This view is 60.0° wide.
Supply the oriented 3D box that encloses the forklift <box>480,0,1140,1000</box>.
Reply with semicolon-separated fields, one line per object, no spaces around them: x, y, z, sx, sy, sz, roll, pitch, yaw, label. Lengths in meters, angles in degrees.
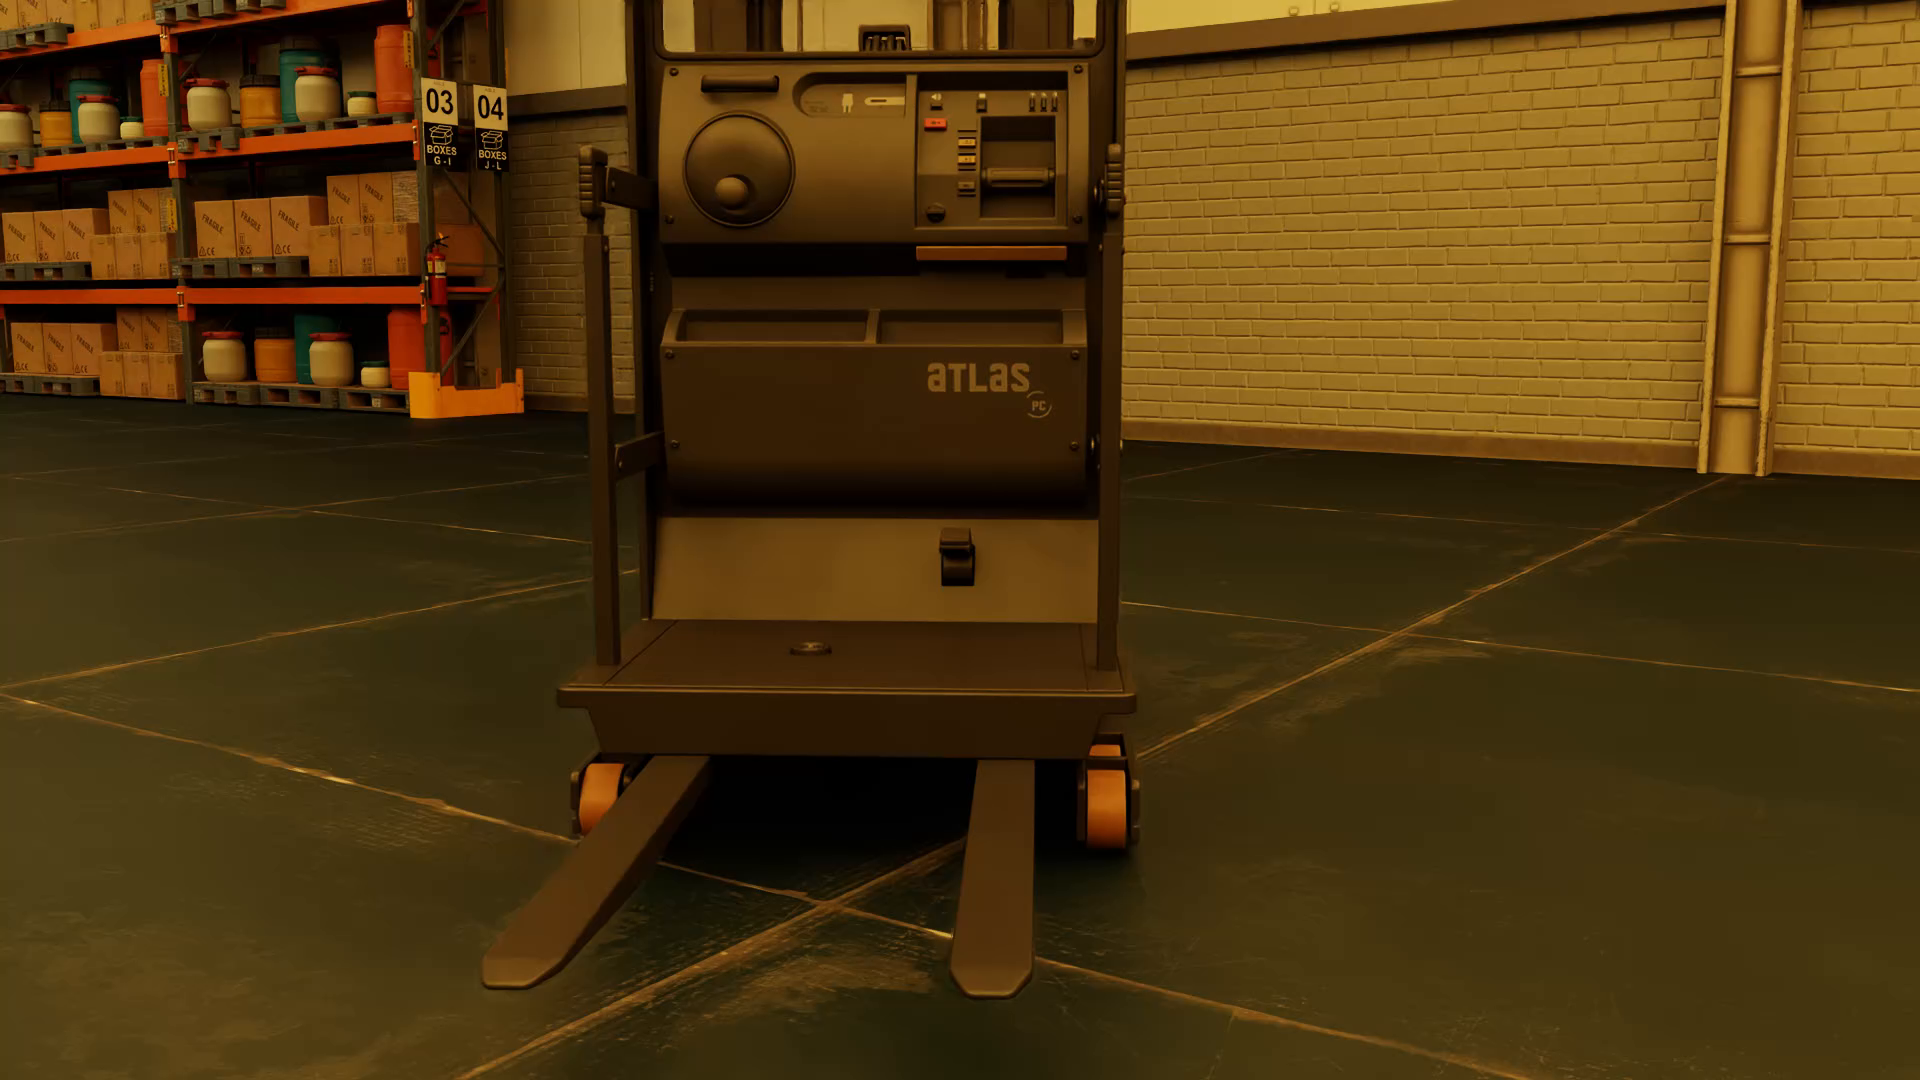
-0.194;-0.882;3.396;1.130;2.935;3.031;0;8;3;forklift
